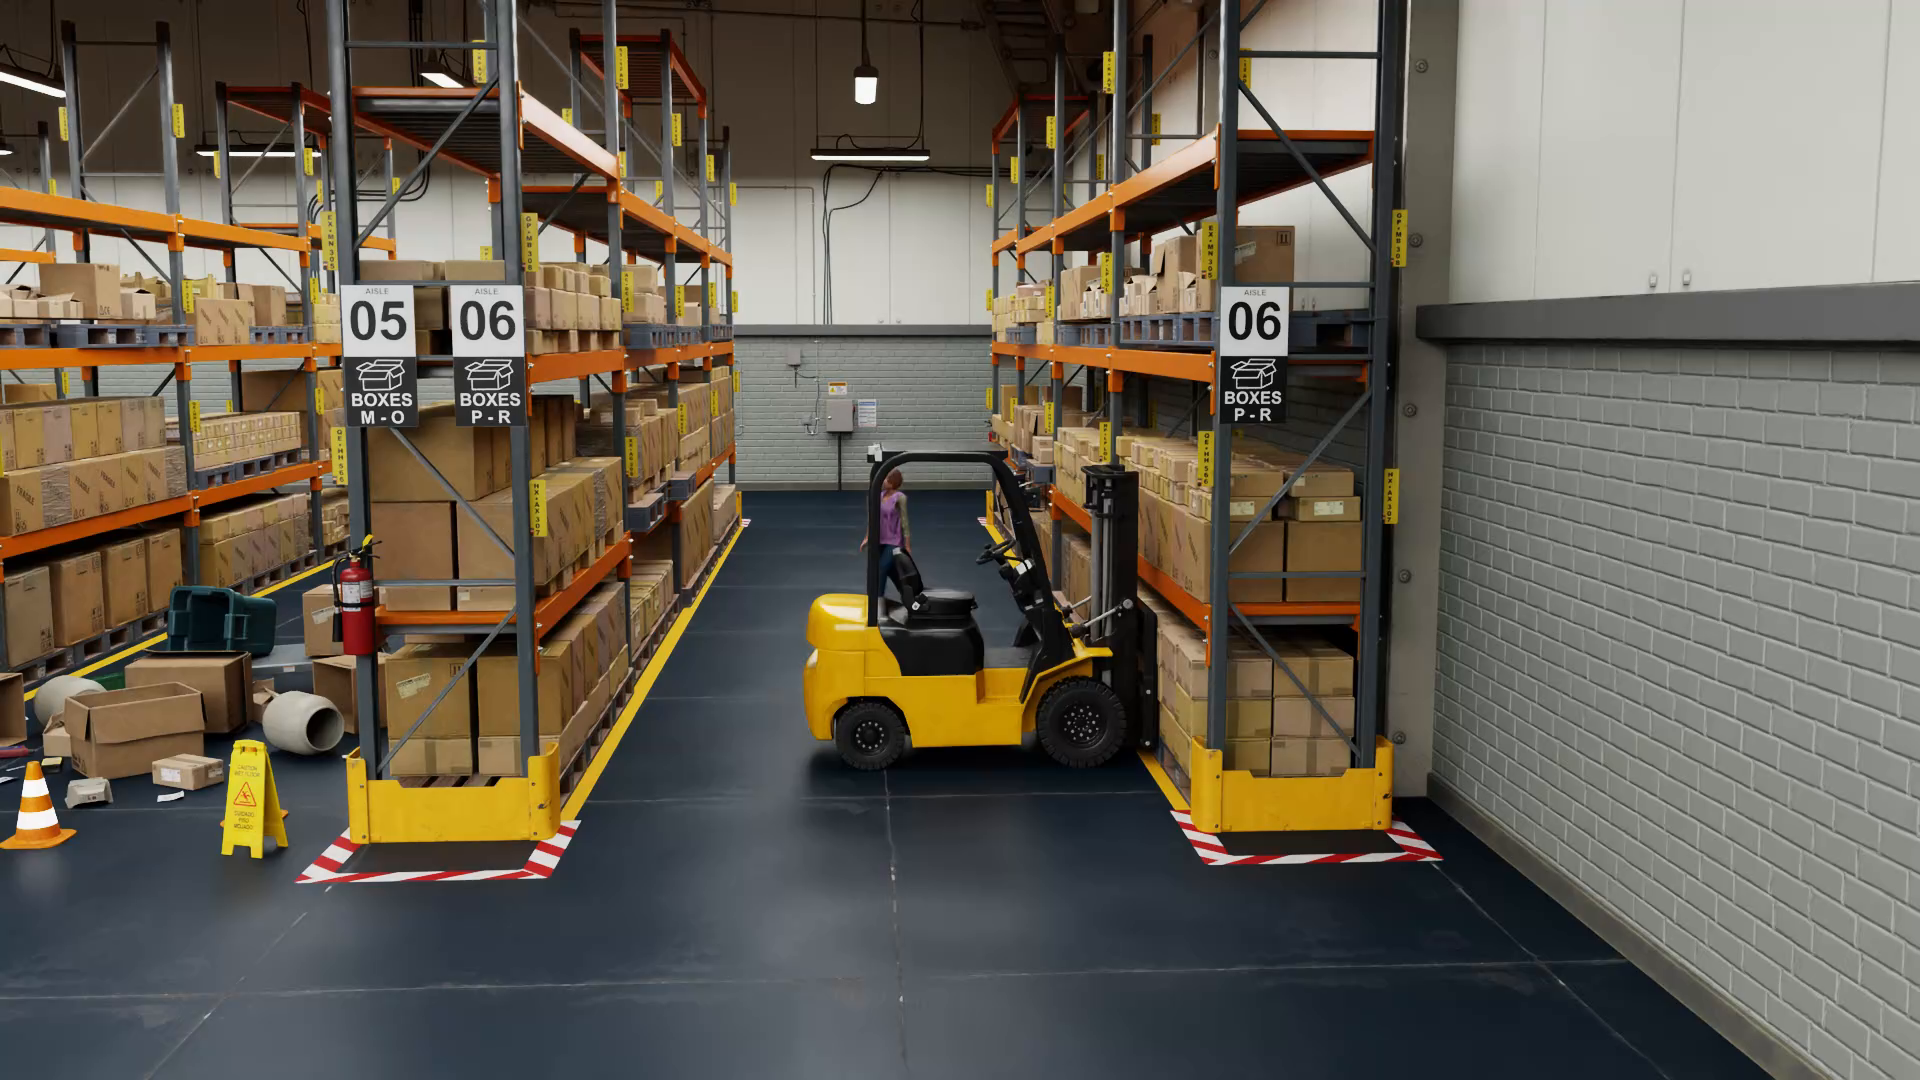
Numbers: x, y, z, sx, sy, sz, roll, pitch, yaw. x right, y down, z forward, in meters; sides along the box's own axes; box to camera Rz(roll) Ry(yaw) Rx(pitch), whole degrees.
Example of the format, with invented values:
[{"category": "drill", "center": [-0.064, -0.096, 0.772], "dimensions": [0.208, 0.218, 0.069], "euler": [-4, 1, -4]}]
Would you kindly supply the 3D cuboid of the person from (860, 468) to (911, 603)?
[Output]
[{"category": "person", "center": [-0.772, 0.042, 16.950], "dimensions": [0.917, 1.545, 0.442], "euler": [-6, 9, -41]}]
